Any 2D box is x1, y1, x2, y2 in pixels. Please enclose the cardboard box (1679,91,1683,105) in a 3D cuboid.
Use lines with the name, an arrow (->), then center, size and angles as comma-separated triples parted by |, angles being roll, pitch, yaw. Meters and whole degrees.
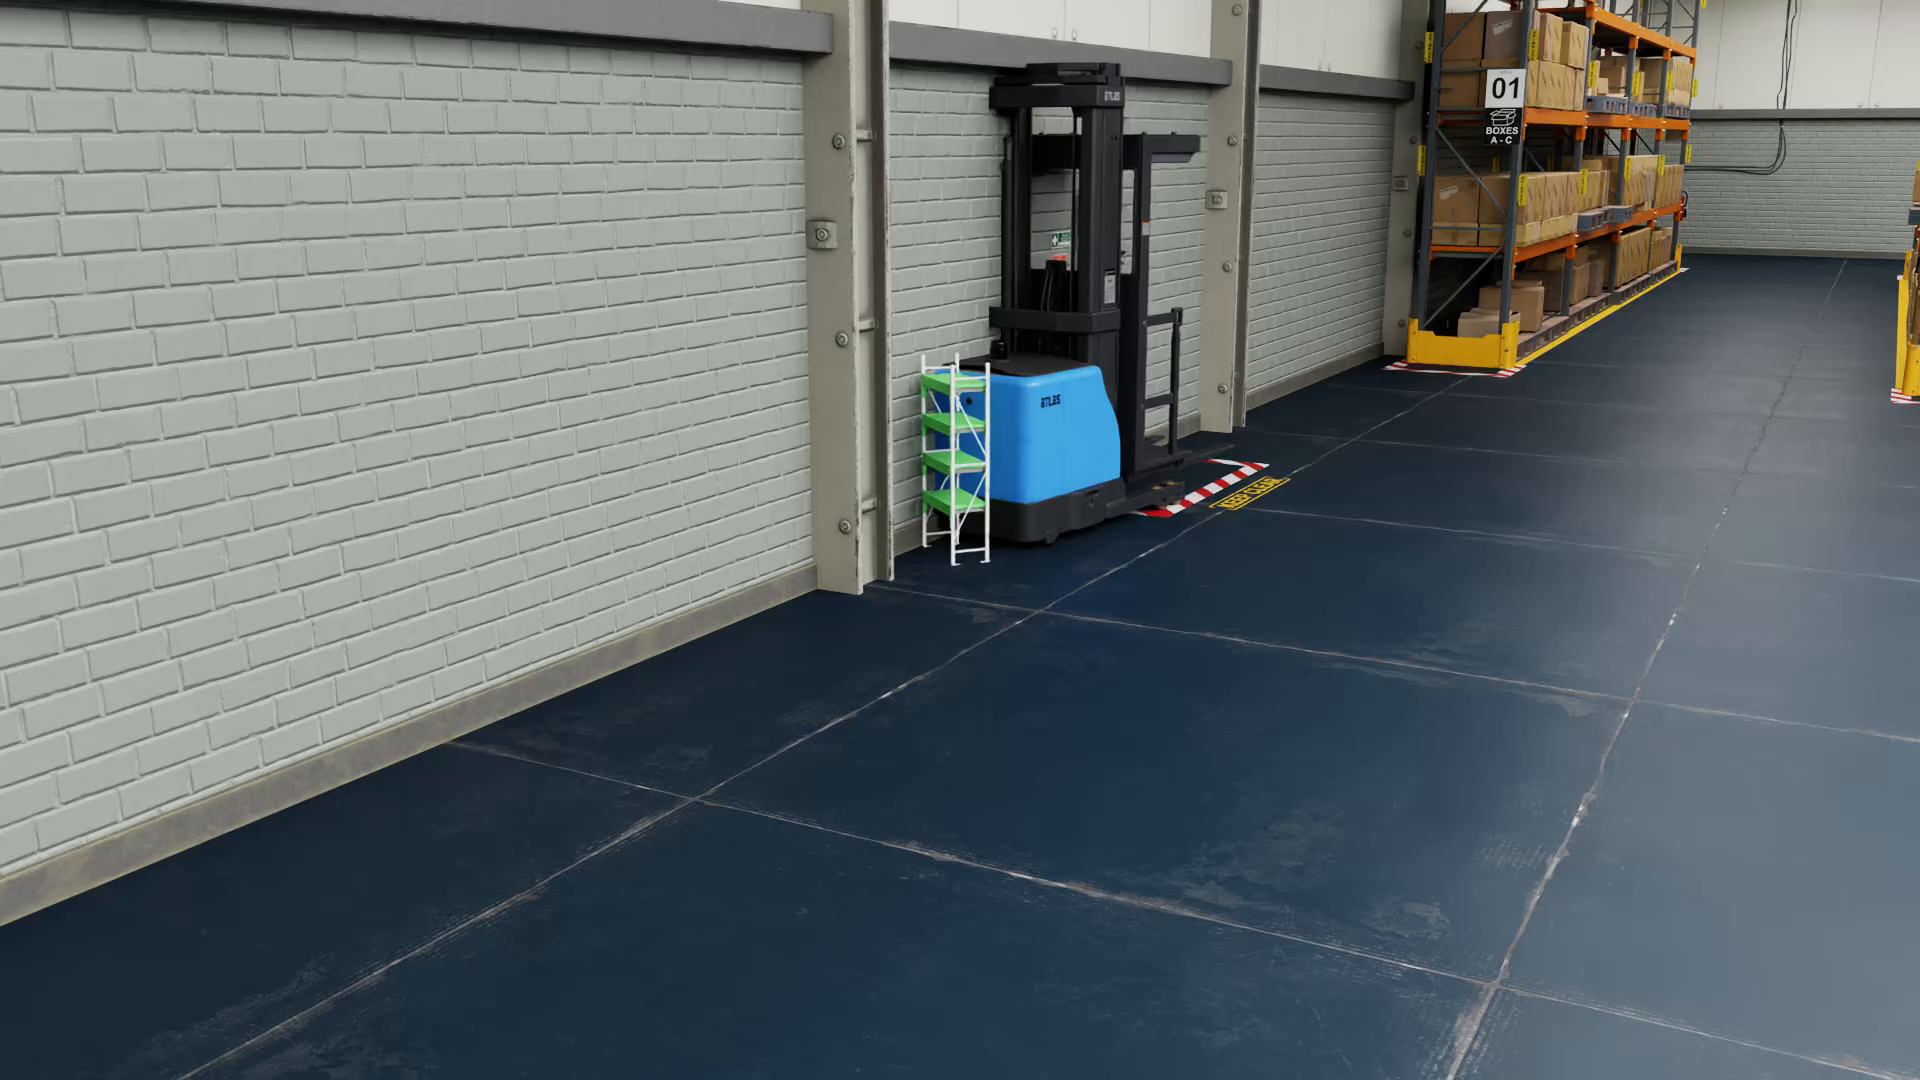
cardboard box -> 12.728, -7.957, 29.950 | 0.500, 0.250, 0.500 | 7, 15, 26

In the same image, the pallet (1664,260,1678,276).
pallet -> 13.030, -5.185, 31.591 | 1.003, 0.211, 1.213 | 7, 15, 28

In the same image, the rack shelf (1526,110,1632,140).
rack shelf -> 8.513, -5.771, 23.204 | 1.077, 0.370, 4.000 | 7, 15, 28

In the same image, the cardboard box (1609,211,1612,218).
cardboard box -> 9.842, -5.001, 25.372 | 0.380, 0.149, 0.250 | 7, 15, 27

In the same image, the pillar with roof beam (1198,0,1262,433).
pillar with roof beam -> 6.062, -4.870, 11.536 | 9.100, 9.000, 0.400 | 7, 15, 28

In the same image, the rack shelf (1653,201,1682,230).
rack shelf -> 12.381, -5.954, 30.364 | 1.077, 0.370, 4.000 | 7, 15, 28

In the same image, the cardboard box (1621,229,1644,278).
cardboard box -> 10.786, -4.721, 27.408 | 0.750, 0.750, 0.750 | 8, 16, 30

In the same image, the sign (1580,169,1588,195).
sign -> 8.025, -4.613, 21.420 | 0.100, 0.325, 0.005 | 7, 15, 28

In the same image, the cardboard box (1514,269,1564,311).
cardboard box -> 7.888, -3.403, 22.645 | 0.700, 0.500, 0.500 | 8, 16, 30

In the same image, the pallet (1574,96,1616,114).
pallet -> 7.938, -5.733, 21.915 | 1.213, 0.211, 1.003 | 7, 15, 28

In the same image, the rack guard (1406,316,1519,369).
rack guard -> 5.650, -2.232, 18.723 | 1.175, 0.500, 0.348 | 7, 15, 28

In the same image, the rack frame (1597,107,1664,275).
rack frame -> 11.414, -5.893, 28.578 | 1.000, 3.000, 0.127 | 7, 15, 28

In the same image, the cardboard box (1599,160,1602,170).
cardboard box -> 9.340, -5.576, 24.727 | 0.380, 0.149, 0.250 | 5, 15, 21

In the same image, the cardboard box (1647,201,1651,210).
cardboard box -> 11.397, -5.625, 27.958 | 0.380, 0.149, 0.250 | 8, 16, 29

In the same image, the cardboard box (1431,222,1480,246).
cardboard box -> 5.669, -3.486, 18.870 | 0.500, 0.250, 0.500 | 8, 16, 29

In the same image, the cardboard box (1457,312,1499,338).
cardboard box -> 6.026, -2.470, 19.176 | 0.500, 0.311, 0.500 | 6, 15, 22

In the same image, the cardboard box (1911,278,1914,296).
cardboard box -> 12.565, -3.259, 21.427 | 0.500, 0.311, 0.500 | 7, 15, 27

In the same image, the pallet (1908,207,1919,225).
pallet -> 14.085, -4.566, 23.481 | 1.213, 0.211, 1.003 | 7, 15, 28

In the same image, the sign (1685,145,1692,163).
sign -> 13.816, -7.327, 31.551 | 0.100, 0.325, 0.005 | 7, 15, 28

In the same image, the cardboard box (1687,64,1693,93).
cardboard box -> 13.233, -8.535, 30.748 | 0.500, 0.500, 0.500 | 7, 15, 28

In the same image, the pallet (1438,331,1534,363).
pallet -> 6.073, -2.254, 19.432 | 1.003, 0.211, 1.213 | 7, 15, 28

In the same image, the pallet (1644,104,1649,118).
pallet -> 10.283, -6.807, 26.370 | 1.003, 0.211, 1.213 | 8, 16, 31

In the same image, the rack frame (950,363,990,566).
rack frame -> 0.059, -0.440, 9.800 | 0.240, 1.200, 0.015 | -5, 15, -21

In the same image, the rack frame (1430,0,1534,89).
rack frame -> 5.613, -6.348, 17.663 | 1.000, 3.000, 0.127 | 7, 15, 28

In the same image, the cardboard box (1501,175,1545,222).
cardboard box -> 6.354, -3.897, 18.974 | 0.500, 0.500, 0.500 | 7, 15, 28

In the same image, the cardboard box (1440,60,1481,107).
cardboard box -> 5.593, -5.062, 18.474 | 0.500, 0.500, 0.500 | 9, 16, 32

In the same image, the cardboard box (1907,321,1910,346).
cardboard box -> 10.903, -2.294, 18.619 | 0.500, 0.250, 0.500 | 7, 15, 28

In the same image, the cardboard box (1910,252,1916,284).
cardboard box -> 15.305, -4.260, 26.197 | 0.500, 0.500, 0.500 | 7, 15, 26

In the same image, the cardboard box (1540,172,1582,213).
cardboard box -> 7.589, -4.421, 21.149 | 0.500, 0.500, 0.500 | 7, 15, 28

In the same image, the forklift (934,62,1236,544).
forklift -> 0.911, -1.690, 11.288 | 1.130, 2.935, 3.031 | 10, 17, 36

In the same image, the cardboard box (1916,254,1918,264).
cardboard box -> 14.089, -4.106, 23.958 | 0.500, 0.250, 0.500 | 8, 16, 30

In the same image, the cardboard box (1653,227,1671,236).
cardboard box -> 13.071, -5.764, 31.094 | 0.380, 0.149, 0.250 | 8, 16, 30

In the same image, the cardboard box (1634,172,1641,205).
cardboard box -> 10.441, -5.554, 26.281 | 0.500, 0.500, 0.500 | 7, 15, 28

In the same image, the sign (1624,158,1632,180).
sign -> 9.960, -5.537, 24.800 | 0.100, 0.325, 0.005 | 7, 15, 28

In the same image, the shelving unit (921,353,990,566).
shelving unit -> -0.031, -0.494, 10.020 | 0.258, 1.200, 0.503 | -5, 15, -21

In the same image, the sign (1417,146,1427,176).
sign -> 5.137, -4.215, 18.471 | 0.100, 0.325, 0.005 | 7, 15, 28

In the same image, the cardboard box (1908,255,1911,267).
cardboard box -> 16.933, -4.848, 29.173 | 0.500, 0.250, 0.500 | 7, 15, 28

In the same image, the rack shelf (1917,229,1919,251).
rack shelf -> 12.852, -3.752, 21.231 | 1.077, 0.370, 4.000 | 7, 15, 28

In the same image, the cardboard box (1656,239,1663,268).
cardboard box -> 12.361, -5.232, 30.271 | 0.700, 0.500, 0.500 | 8, 16, 29

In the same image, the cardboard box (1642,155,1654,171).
cardboard box -> 11.157, -6.232, 27.493 | 0.500, 0.250, 0.500 | 8, 16, 29

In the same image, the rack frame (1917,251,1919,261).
rack frame -> 13.818, -4.512, 22.849 | 1.000, 3.000, 0.127 | 7, 15, 28

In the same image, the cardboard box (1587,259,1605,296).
cardboard box -> 9.178, -3.918, 24.778 | 0.700, 0.500, 0.500 | 8, 16, 29

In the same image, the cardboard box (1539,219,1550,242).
cardboard box -> 6.617, -3.644, 19.526 | 0.500, 0.250, 0.500 | 7, 15, 27

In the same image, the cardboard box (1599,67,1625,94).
cardboard box -> 9.660, -6.897, 25.191 | 0.700, 0.500, 0.500 | 6, 15, 24

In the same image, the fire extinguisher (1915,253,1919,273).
fire extinguisher -> 9.487, -2.861, 16.168 | 0.296, 0.674, 0.183 | 7, 15, 28

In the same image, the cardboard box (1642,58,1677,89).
cardboard box -> 12.004, -8.010, 28.570 | 0.500, 0.500, 0.500 | 7, 15, 28

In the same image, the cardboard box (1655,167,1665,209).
cardboard box -> 11.691, -6.148, 28.997 | 0.980, 0.700, 0.700 | 8, 16, 29

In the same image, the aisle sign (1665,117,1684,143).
aisle sign -> 13.645, -7.958, 31.597 | 0.394, 0.787, 0.004 | 7, 15, 28

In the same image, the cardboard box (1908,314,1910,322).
cardboard box -> 12.325, -2.885, 21.072 | 0.500, 0.250, 0.500 | 8, 16, 29

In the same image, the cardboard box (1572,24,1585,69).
cardboard box -> 7.285, -6.007, 20.259 | 0.500, 0.500, 0.500 | 8, 16, 31

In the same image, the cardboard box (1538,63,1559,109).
cardboard box -> 6.532, -5.201, 19.051 | 0.500, 0.500, 0.500 | 8, 16, 31

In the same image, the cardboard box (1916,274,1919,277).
cardboard box -> 11.152, -2.760, 18.953 | 0.500, 0.500, 0.500 | 7, 15, 28

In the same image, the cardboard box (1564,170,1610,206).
cardboard box -> 9.262, -5.237, 24.706 | 0.700, 0.500, 0.500 | 5, 15, 21

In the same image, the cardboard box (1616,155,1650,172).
cardboard box -> 10.910, -6.127, 27.058 | 0.500, 0.250, 0.500 | 8, 16, 29

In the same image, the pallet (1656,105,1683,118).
pallet -> 12.409, -7.724, 29.962 | 1.003, 0.211, 1.213 | 7, 15, 28
